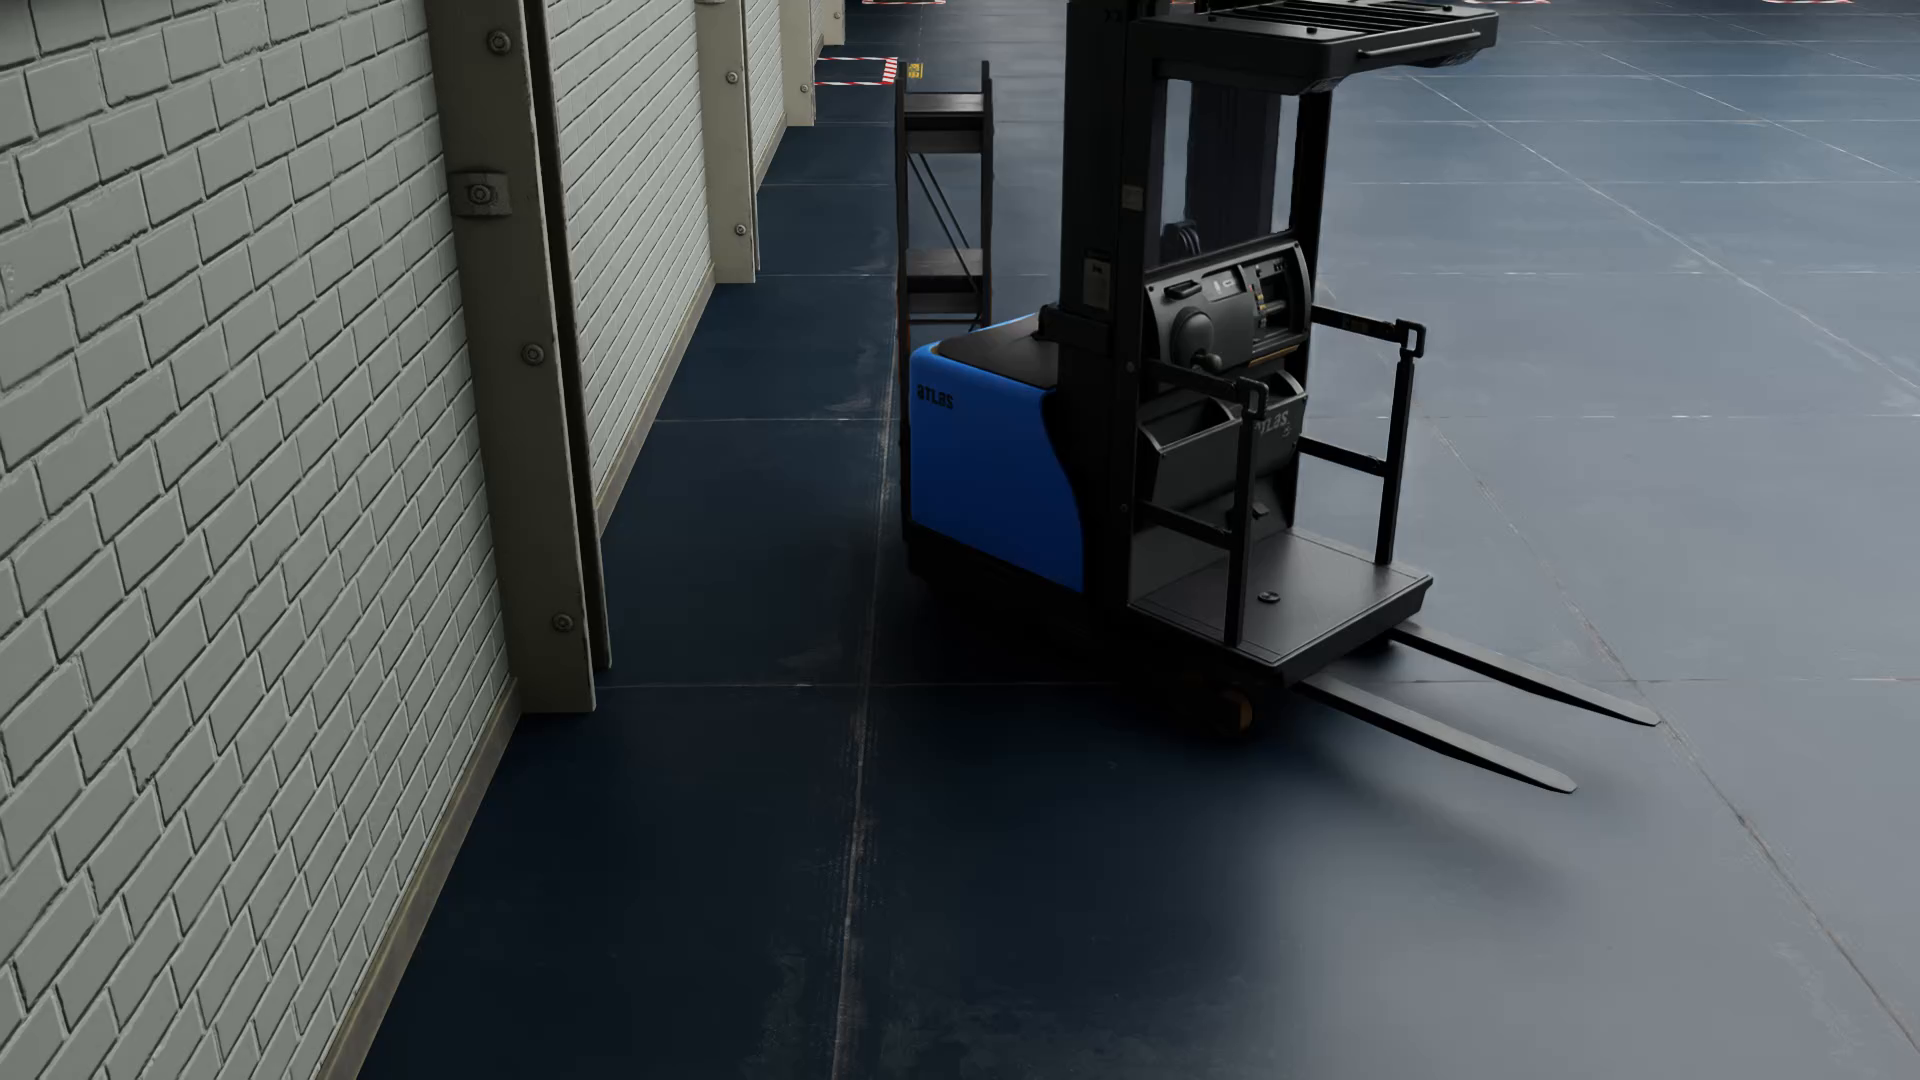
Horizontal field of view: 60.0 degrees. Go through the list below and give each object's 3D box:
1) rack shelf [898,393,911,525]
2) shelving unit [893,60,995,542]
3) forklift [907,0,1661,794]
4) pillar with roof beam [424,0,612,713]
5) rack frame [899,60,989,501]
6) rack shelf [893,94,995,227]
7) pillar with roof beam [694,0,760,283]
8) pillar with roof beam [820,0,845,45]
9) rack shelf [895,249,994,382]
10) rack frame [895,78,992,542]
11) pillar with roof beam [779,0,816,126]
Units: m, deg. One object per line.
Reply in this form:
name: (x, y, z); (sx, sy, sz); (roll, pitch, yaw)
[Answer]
rack shelf: (-0.069, -0.404, 7.826); (0.431, 0.518, 0.480); (0, 24, 0)
shelving unit: (-0.069, -1.054, 7.532); (0.431, 2.100, 0.503); (0, 24, 0)
forklift: (1.161, -0.854, 6.081); (1.130, 2.935, 3.031); (-22, 32, -39)
pillar with roof beam: (2.758, -3.548, 4.675); (9.100, 9.000, 0.400); (0, 24, -1)
rack frame: (-0.070, -1.154, 7.754); (0.400, 2.100, 0.015); (0, 24, 0)
rack shelf: (-0.069, -1.679, 7.249); (0.431, 0.518, 0.480); (0, 24, 0)
pillar with roof beam: (2.693, -6.021, 10.142); (9.100, 9.000, 0.400); (0, 24, -1)
pillar with roof beam: (2.562, -10.965, 21.075); (9.100, 9.000, 0.400); (0, 24, -1)
rack shelf: (-0.069, -1.041, 7.538); (0.431, 0.518, 0.480); (0, 24, 0)
rack frame: (-0.067, -0.953, 7.310); (0.400, 2.100, 0.015); (0, 24, 0)
pillar with roof beam: (2.627, -8.493, 15.608); (9.100, 9.000, 0.400); (0, 24, -1)
